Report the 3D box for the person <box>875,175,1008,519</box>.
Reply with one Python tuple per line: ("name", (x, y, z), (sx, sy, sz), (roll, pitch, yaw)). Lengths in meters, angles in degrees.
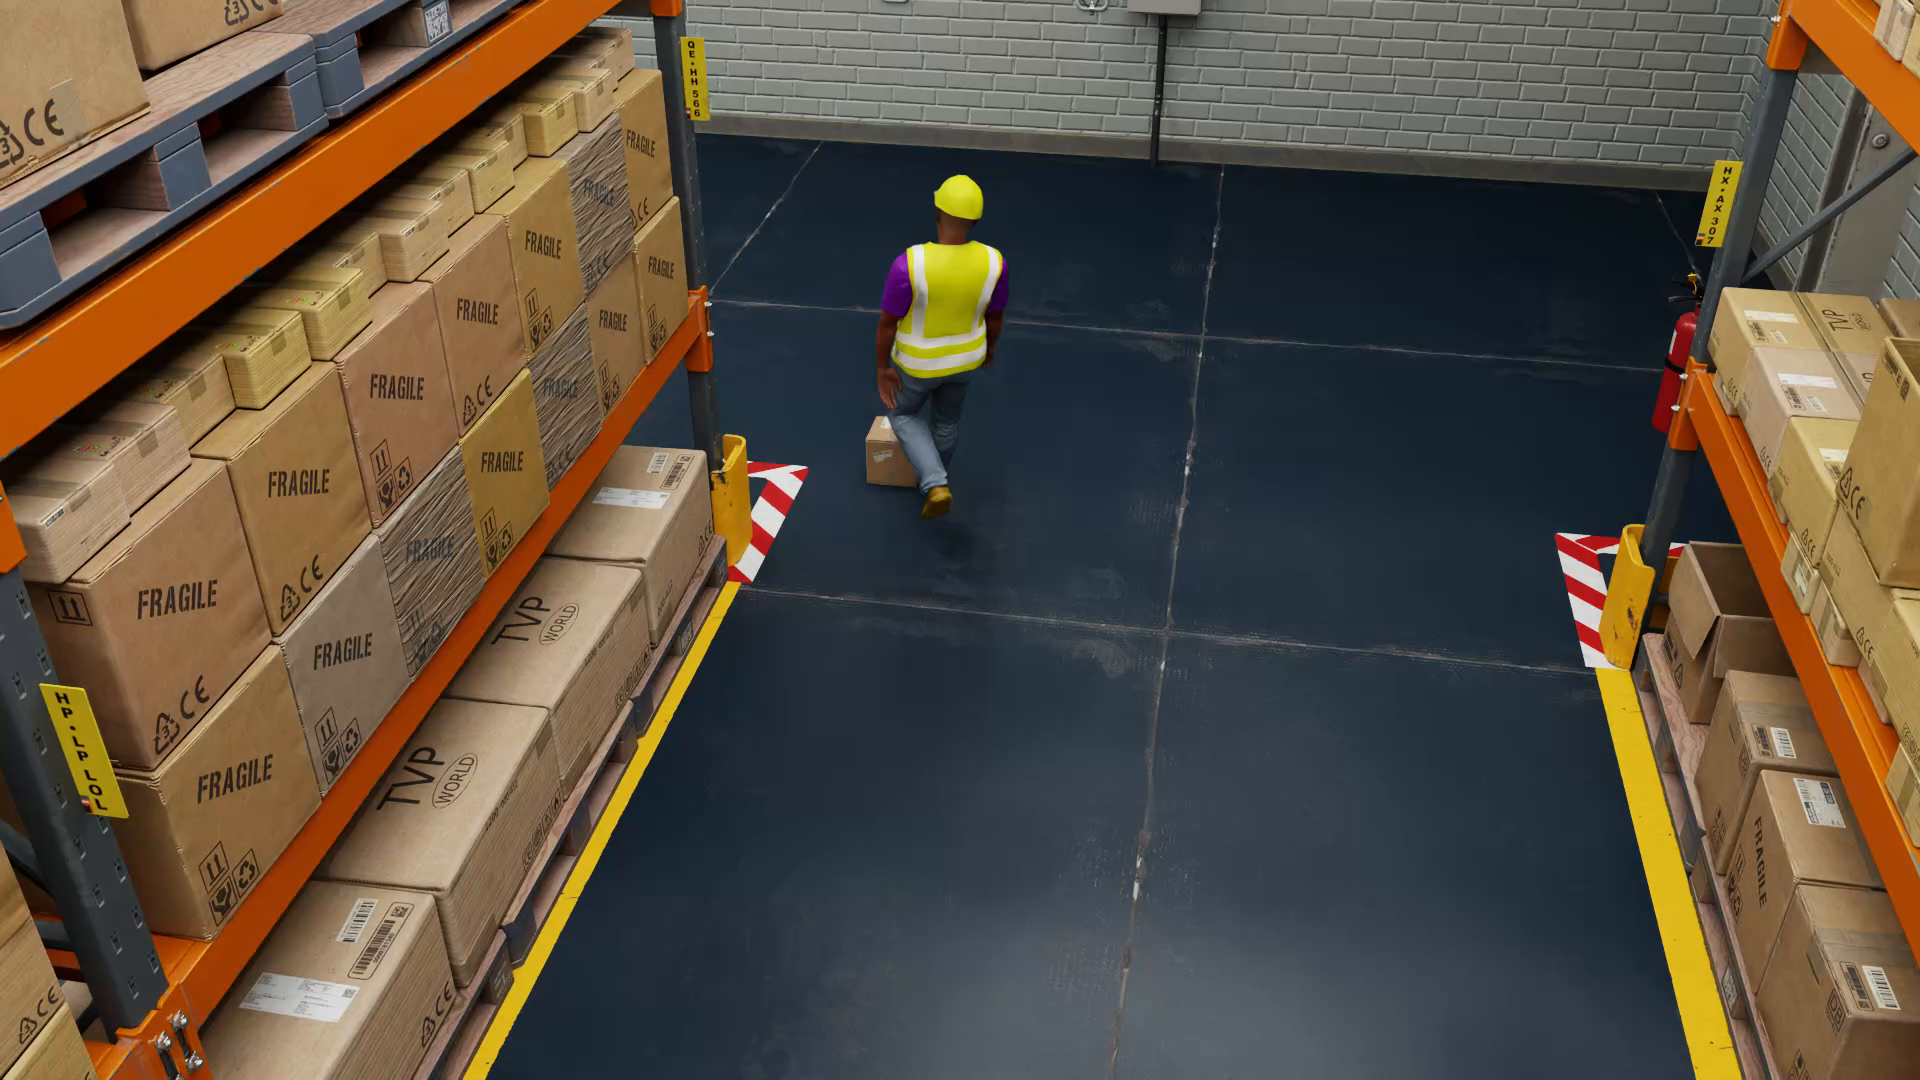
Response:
("person", (-0.135, -0.881, 7.552), (0.609, 1.720, 0.778), (-10, 33, -15))
